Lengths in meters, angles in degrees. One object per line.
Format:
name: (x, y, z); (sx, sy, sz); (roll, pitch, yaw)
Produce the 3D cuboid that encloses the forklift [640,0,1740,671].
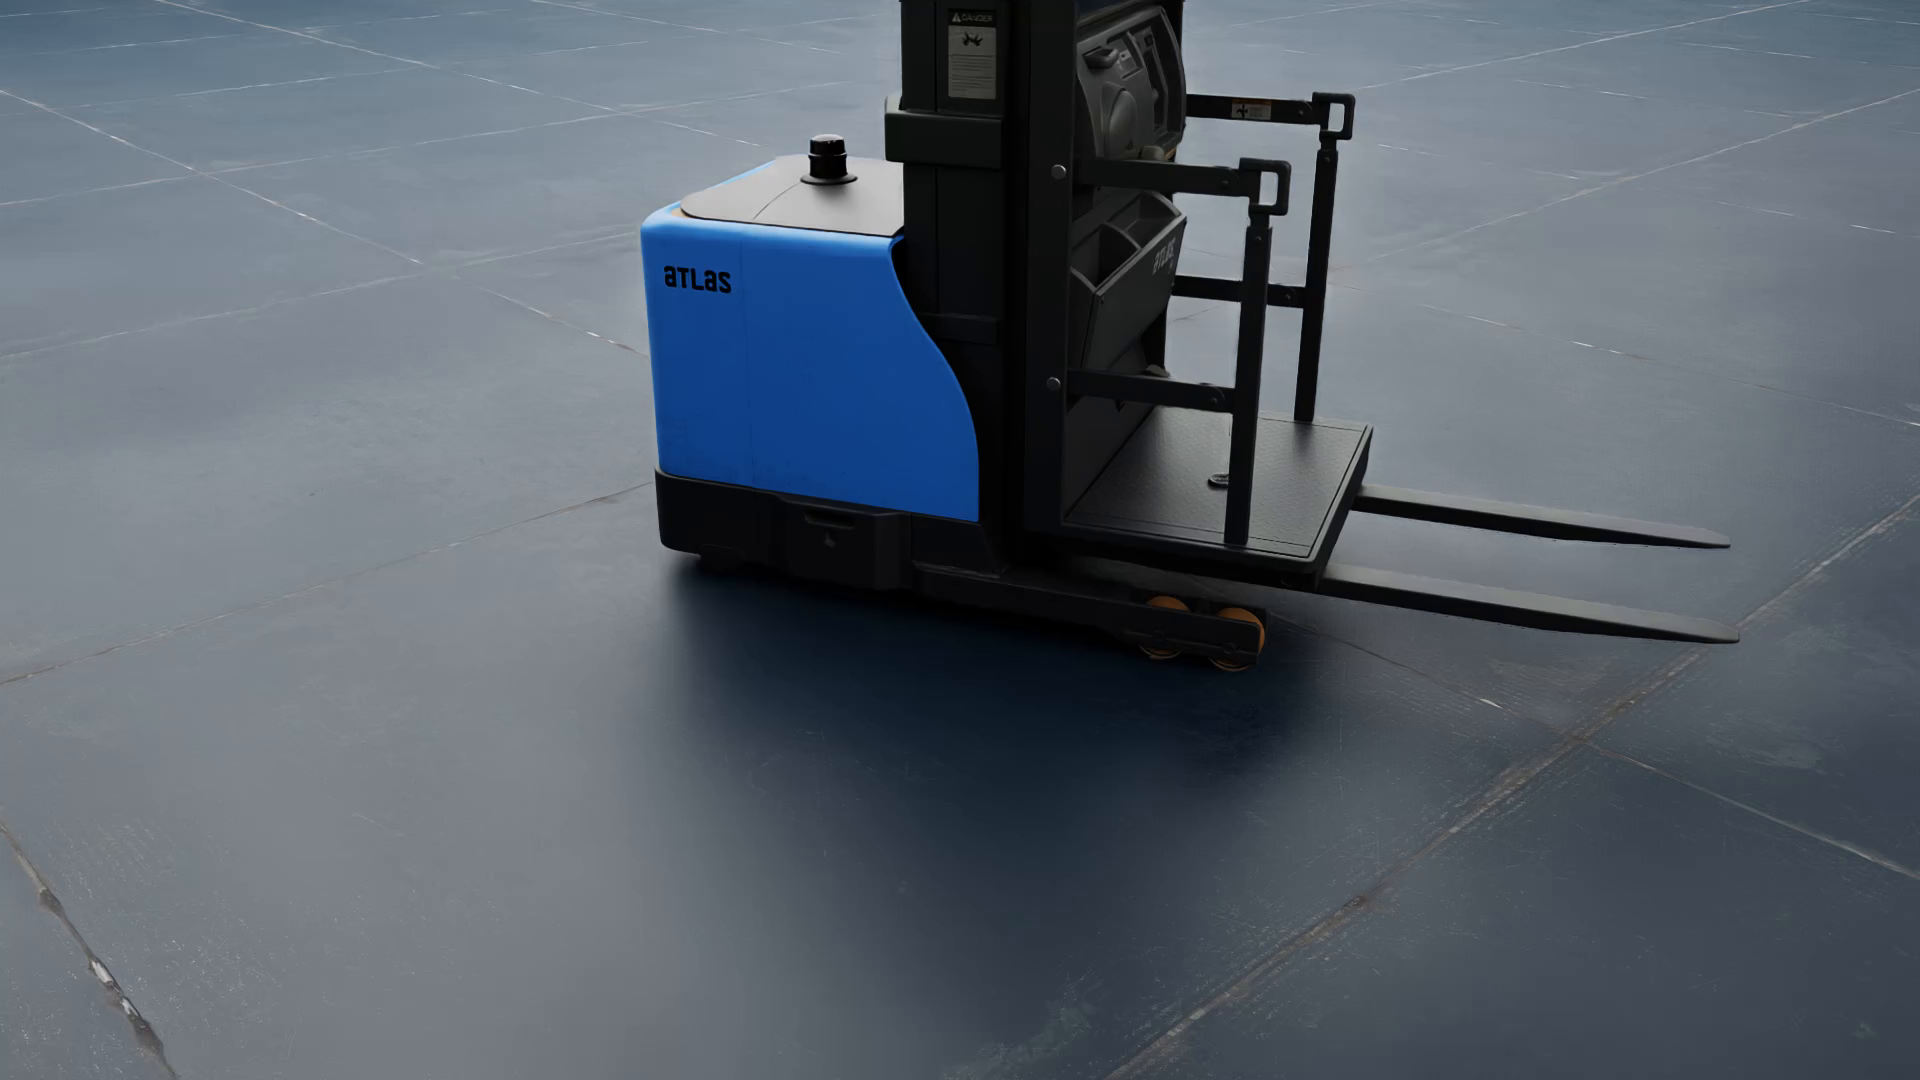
forklift: (0.653, -1.230, 4.415); (3.031, 2.935, 1.130); (9, 26, 19)
